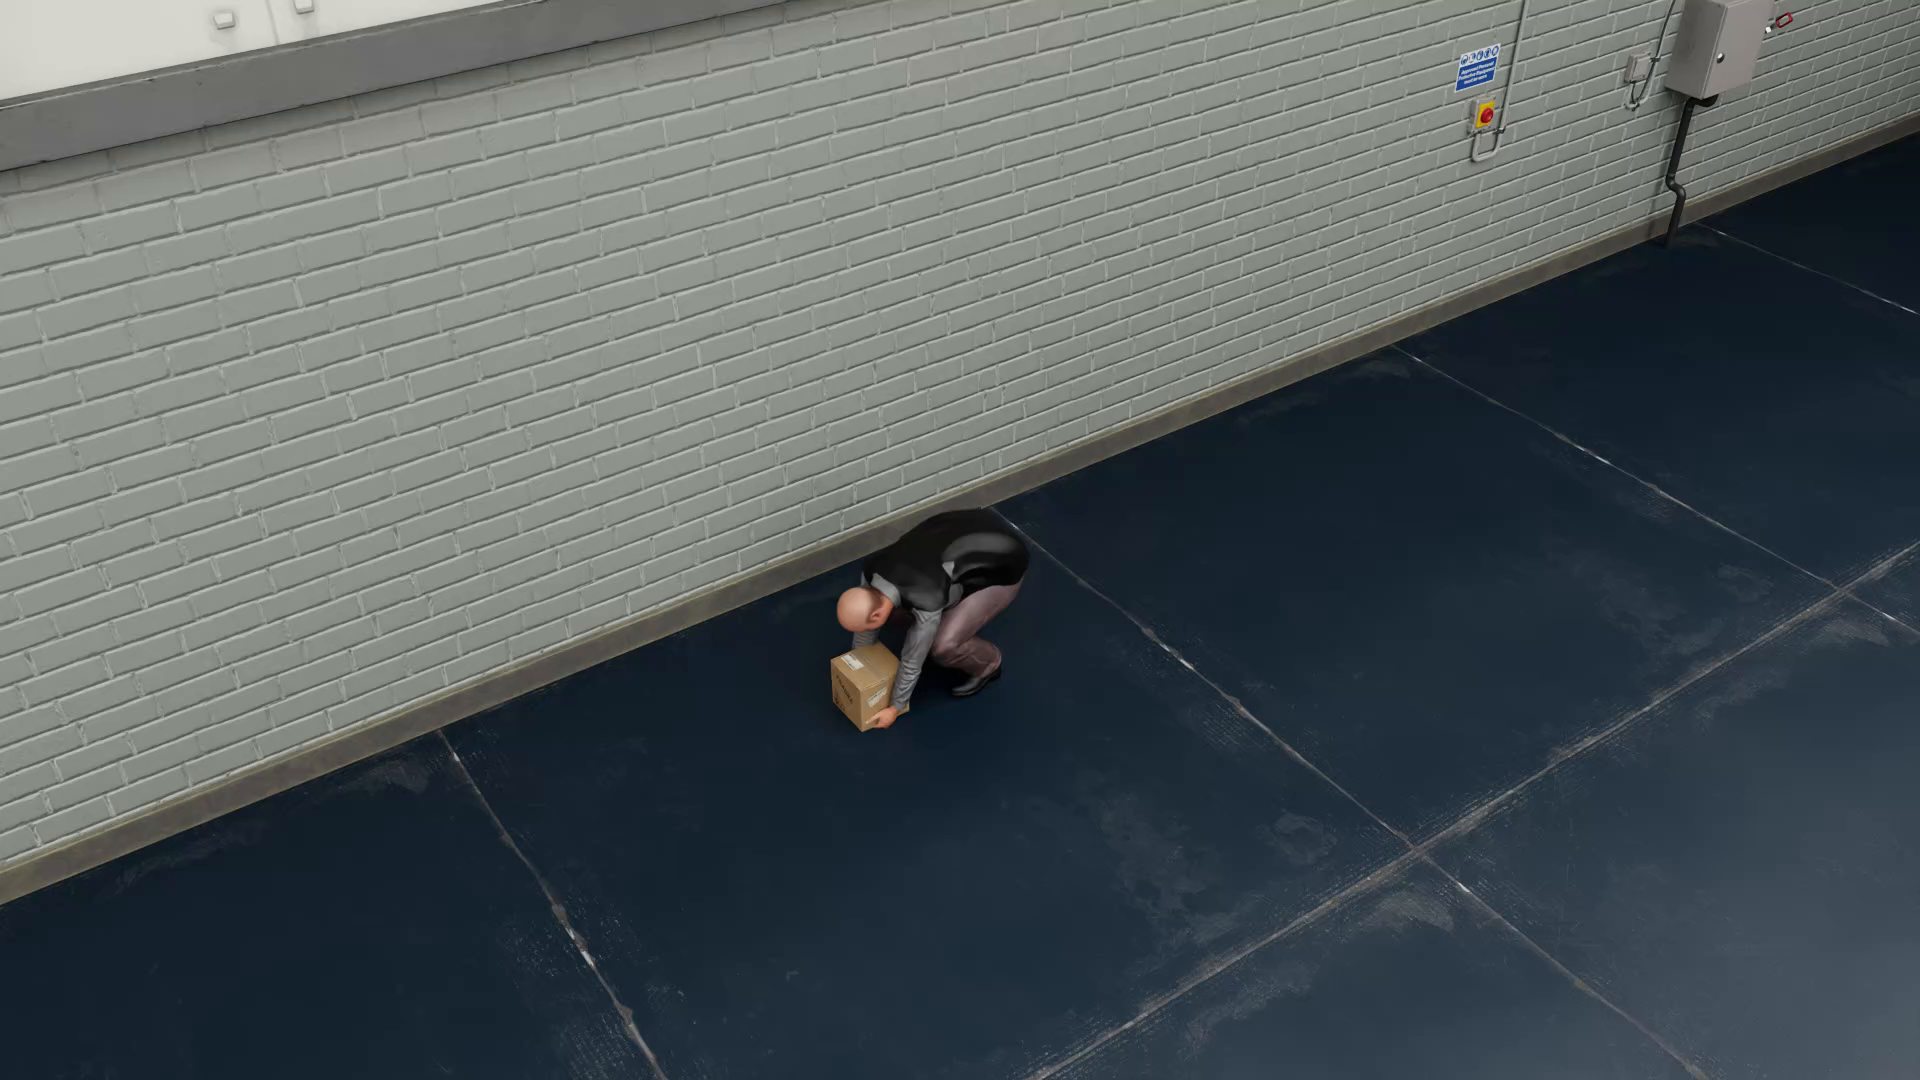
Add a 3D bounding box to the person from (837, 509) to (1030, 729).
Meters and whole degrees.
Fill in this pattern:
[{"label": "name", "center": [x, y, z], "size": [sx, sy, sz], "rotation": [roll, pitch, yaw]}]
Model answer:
[{"label": "person", "center": [-0.143, 0.341, 7.373], "size": [0.934, 0.794, 0.508], "rotation": [-24, 42, -29]}]
